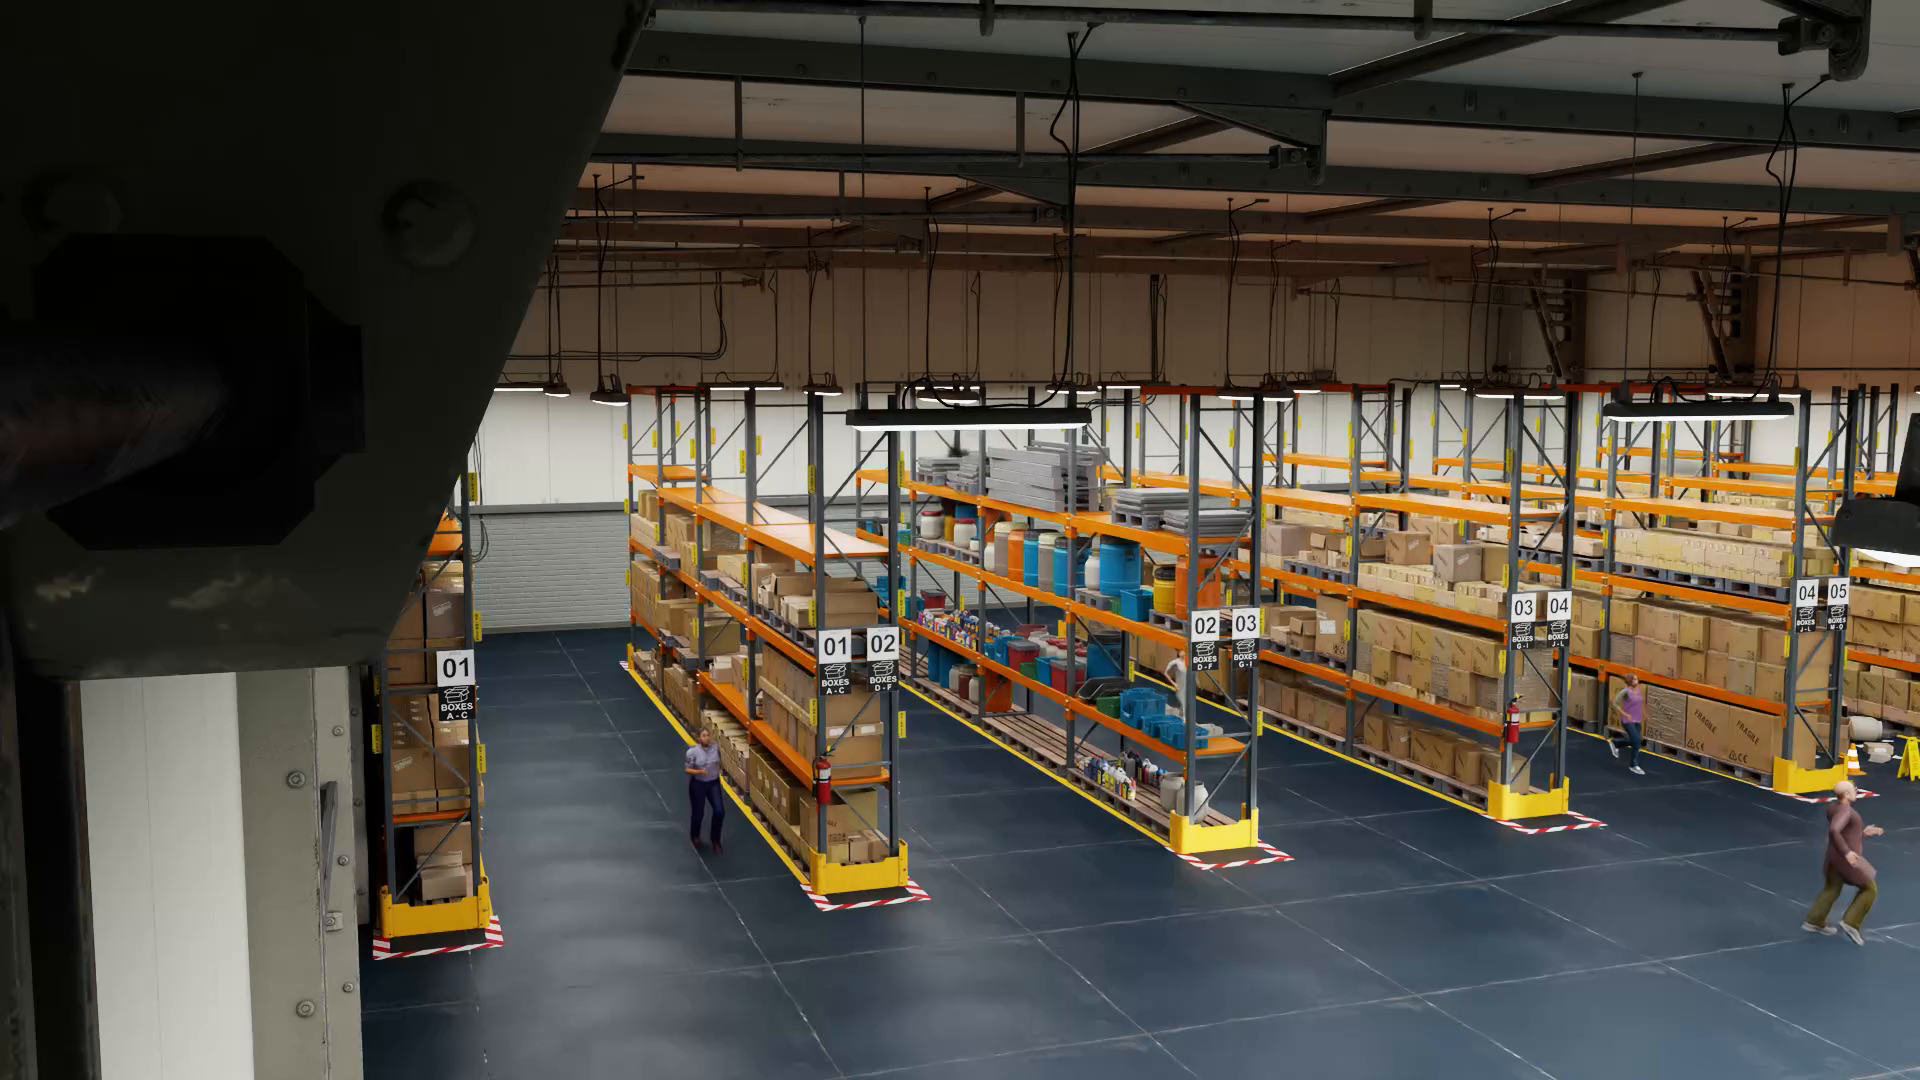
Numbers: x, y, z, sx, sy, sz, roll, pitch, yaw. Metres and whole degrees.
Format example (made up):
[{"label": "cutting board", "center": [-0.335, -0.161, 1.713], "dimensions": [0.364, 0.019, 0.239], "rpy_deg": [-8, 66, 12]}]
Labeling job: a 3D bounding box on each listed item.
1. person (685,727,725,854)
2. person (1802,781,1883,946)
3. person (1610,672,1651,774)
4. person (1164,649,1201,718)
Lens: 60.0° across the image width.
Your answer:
[{"label": "person", "center": [-3.337, 3.286, 21.811], "dimensions": [0.554, 1.671, 0.759], "rpy_deg": [-3, 6, -24]}, {"label": "person", "center": [9.768, 3.561, 18.359], "dimensions": [0.798, 1.823, 0.671], "rpy_deg": [0, 6, 2]}, {"label": "person", "center": [10.514, 2.862, 26.210], "dimensions": [0.541, 1.576, 0.676], "rpy_deg": [-4, 7, -32]}, {"label": "person", "center": [3.781, 2.595, 28.414], "dimensions": [0.566, 1.654, 0.818], "rpy_deg": [-3, 7, -27]}]
